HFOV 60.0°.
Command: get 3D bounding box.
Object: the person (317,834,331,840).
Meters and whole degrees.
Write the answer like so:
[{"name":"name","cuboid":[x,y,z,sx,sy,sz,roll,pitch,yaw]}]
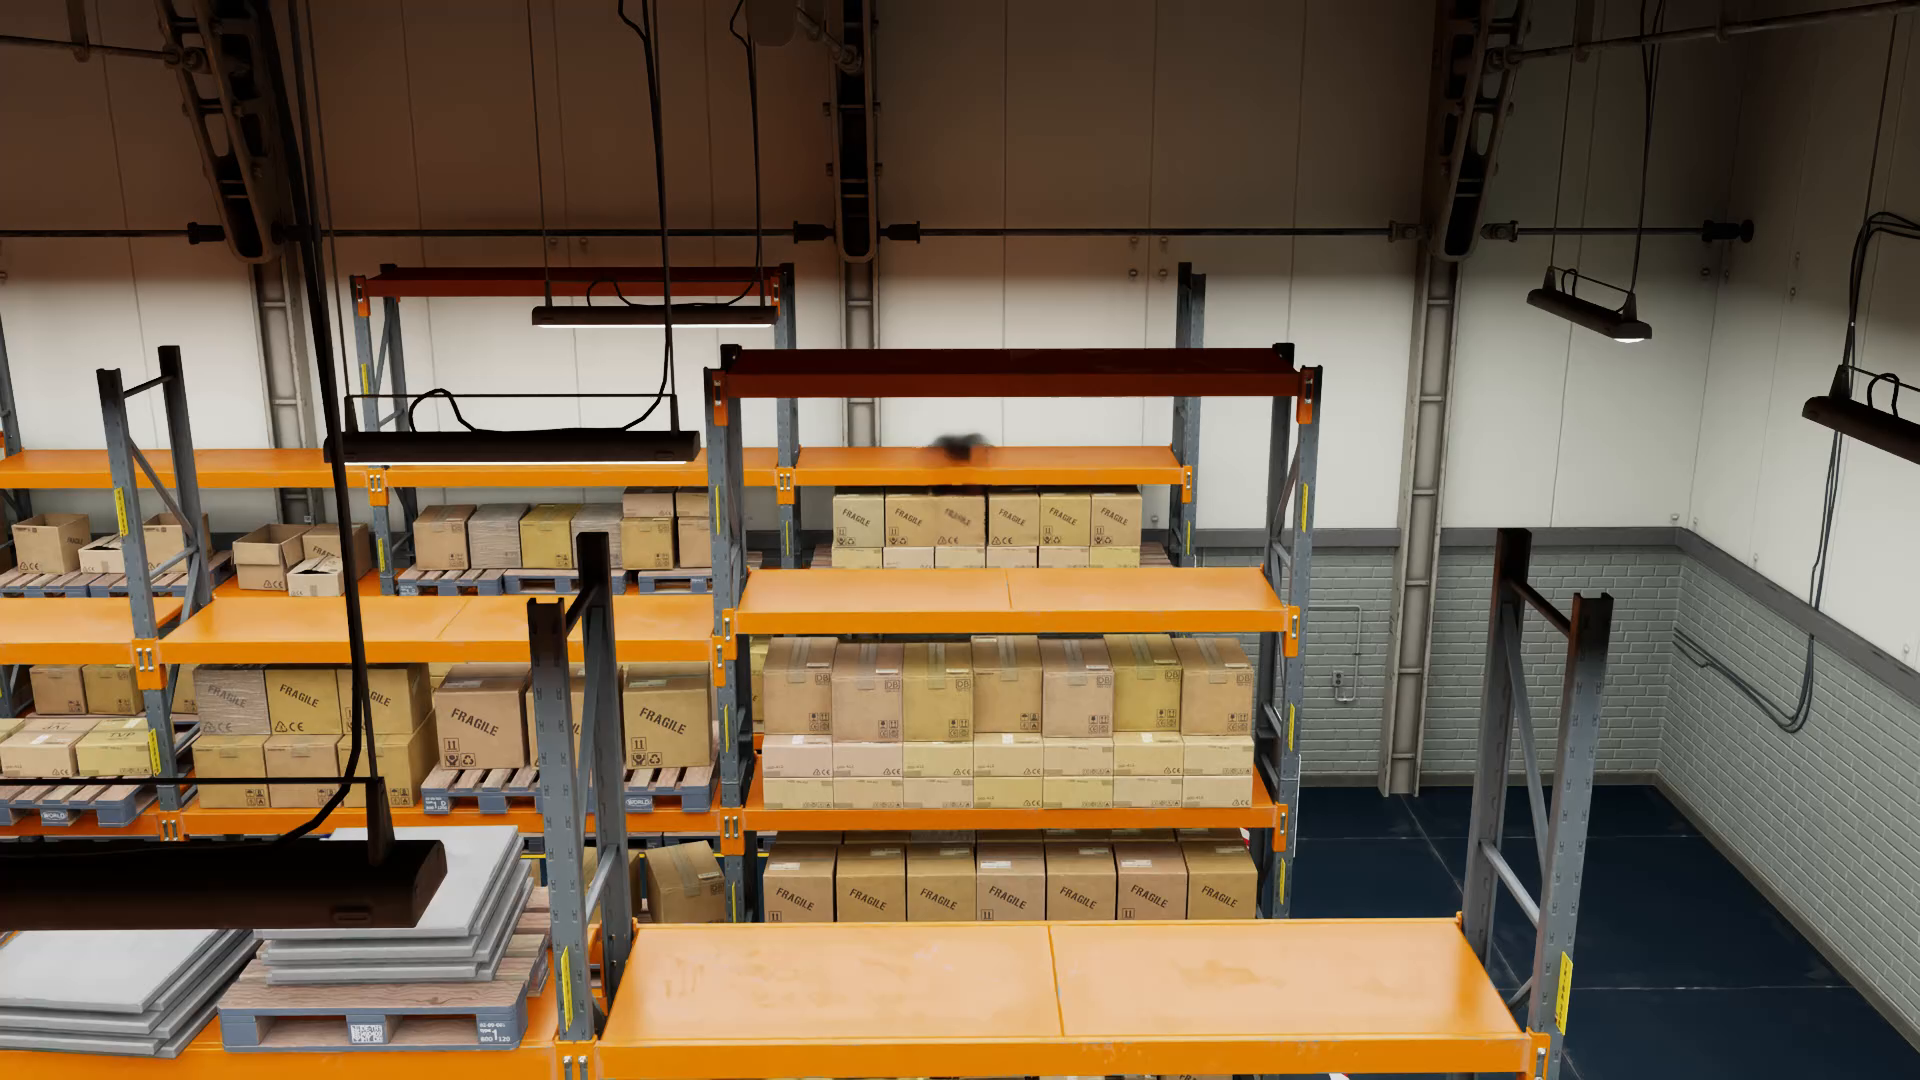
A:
[{"name":"person","cuboid":[-5.523,3.065,15.058,0.501,1.665,0.376,-3,16,-10]}]
